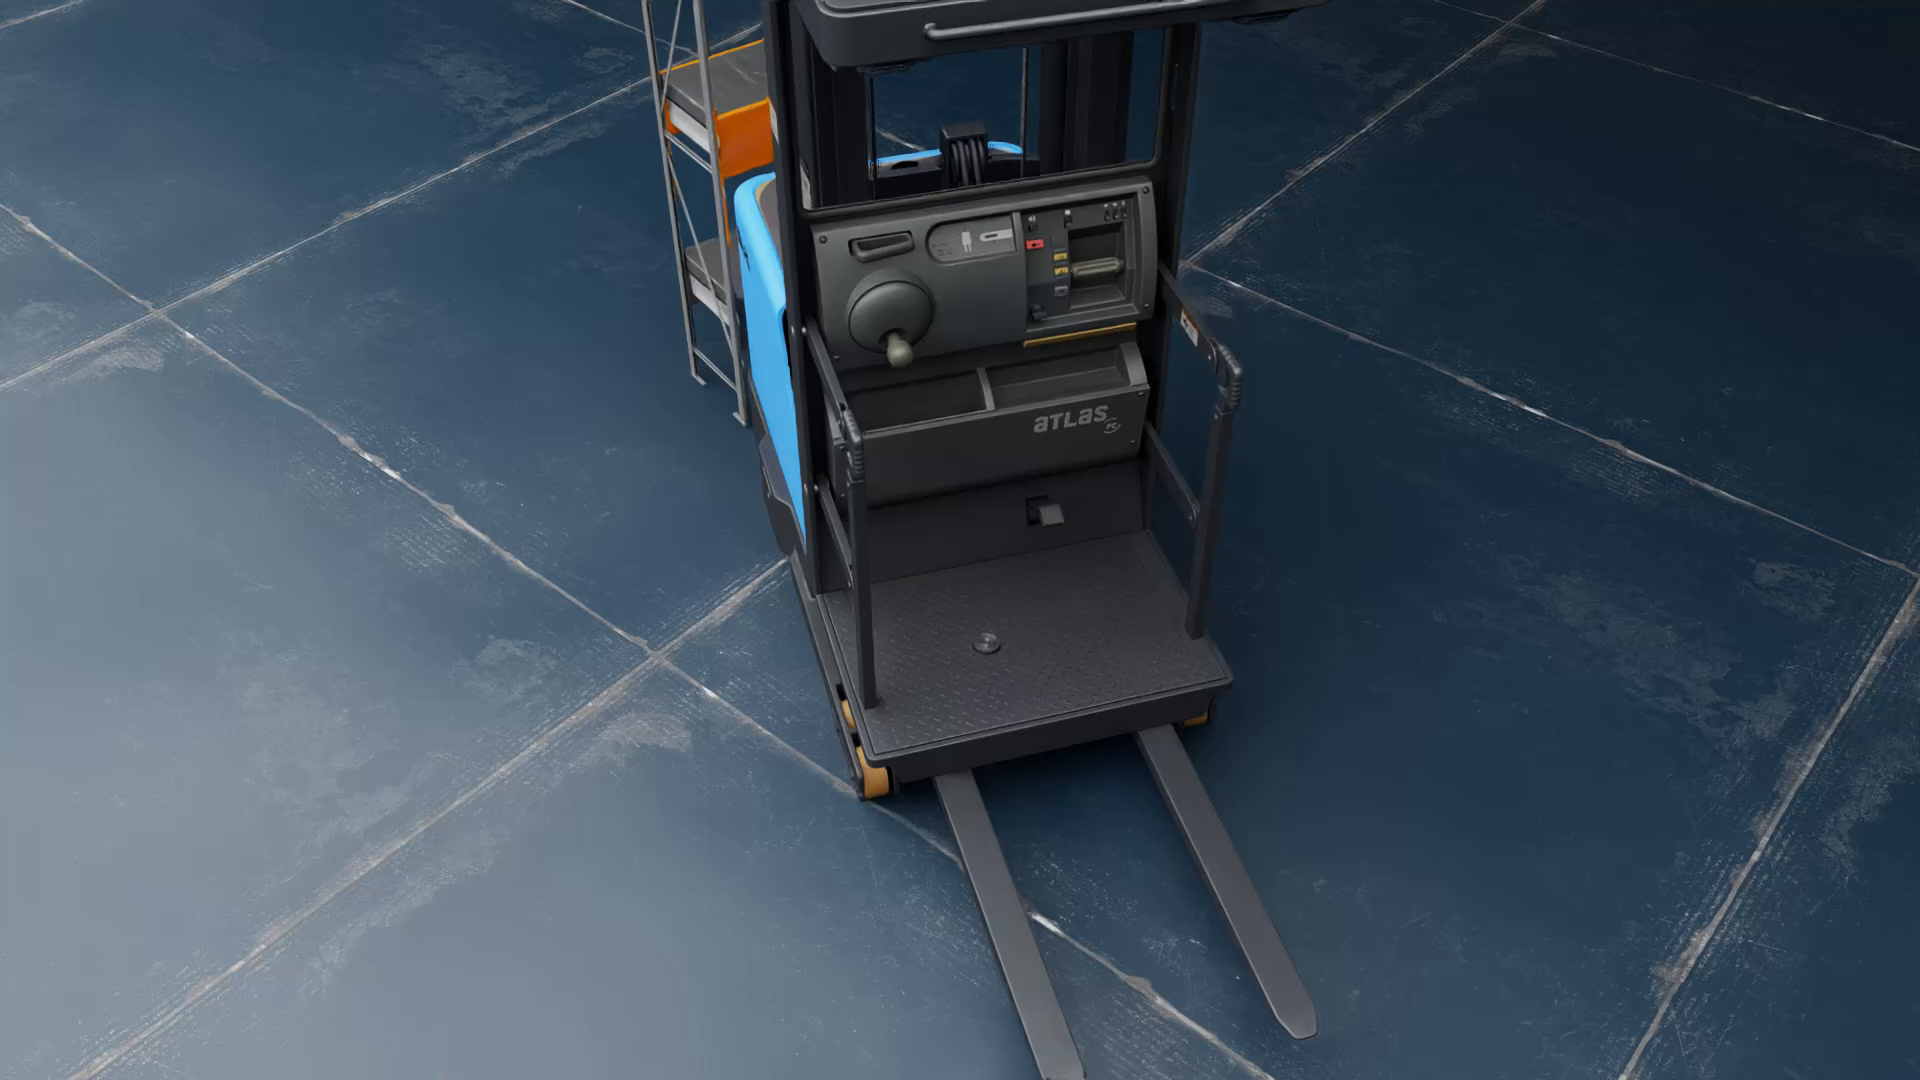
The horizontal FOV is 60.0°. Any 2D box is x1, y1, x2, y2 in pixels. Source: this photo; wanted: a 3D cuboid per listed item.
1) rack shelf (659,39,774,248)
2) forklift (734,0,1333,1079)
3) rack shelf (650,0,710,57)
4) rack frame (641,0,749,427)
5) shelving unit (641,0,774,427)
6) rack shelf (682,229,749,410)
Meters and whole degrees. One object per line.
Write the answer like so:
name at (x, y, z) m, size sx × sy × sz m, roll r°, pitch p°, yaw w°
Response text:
rack shelf at (-0.720, -1.396, 5.745) m, size 0.480 × 0.518 × 0.431 m, roll -26°, pitch 49°, yaw -26°
forklift at (0.140, -0.622, 4.255) m, size 1.130 × 2.935 × 3.031 m, roll -11°, pitch 43°, yaw -12°
rack shelf at (-0.720, -1.914, 5.274) m, size 0.480 × 0.518 × 0.431 m, roll -26°, pitch 49°, yaw -26°
rack frame at (-0.916, -1.309, 5.629) m, size 0.015 × 2.100 × 0.400 m, roll -26°, pitch 49°, yaw -26°
shelving unit at (-0.720, -1.406, 5.736) m, size 0.503 × 2.100 × 0.431 m, roll -26°, pitch 49°, yaw -26°
rack shelf at (-0.720, -0.879, 6.216) m, size 0.480 × 0.518 × 0.431 m, roll -26°, pitch 49°, yaw -26°
